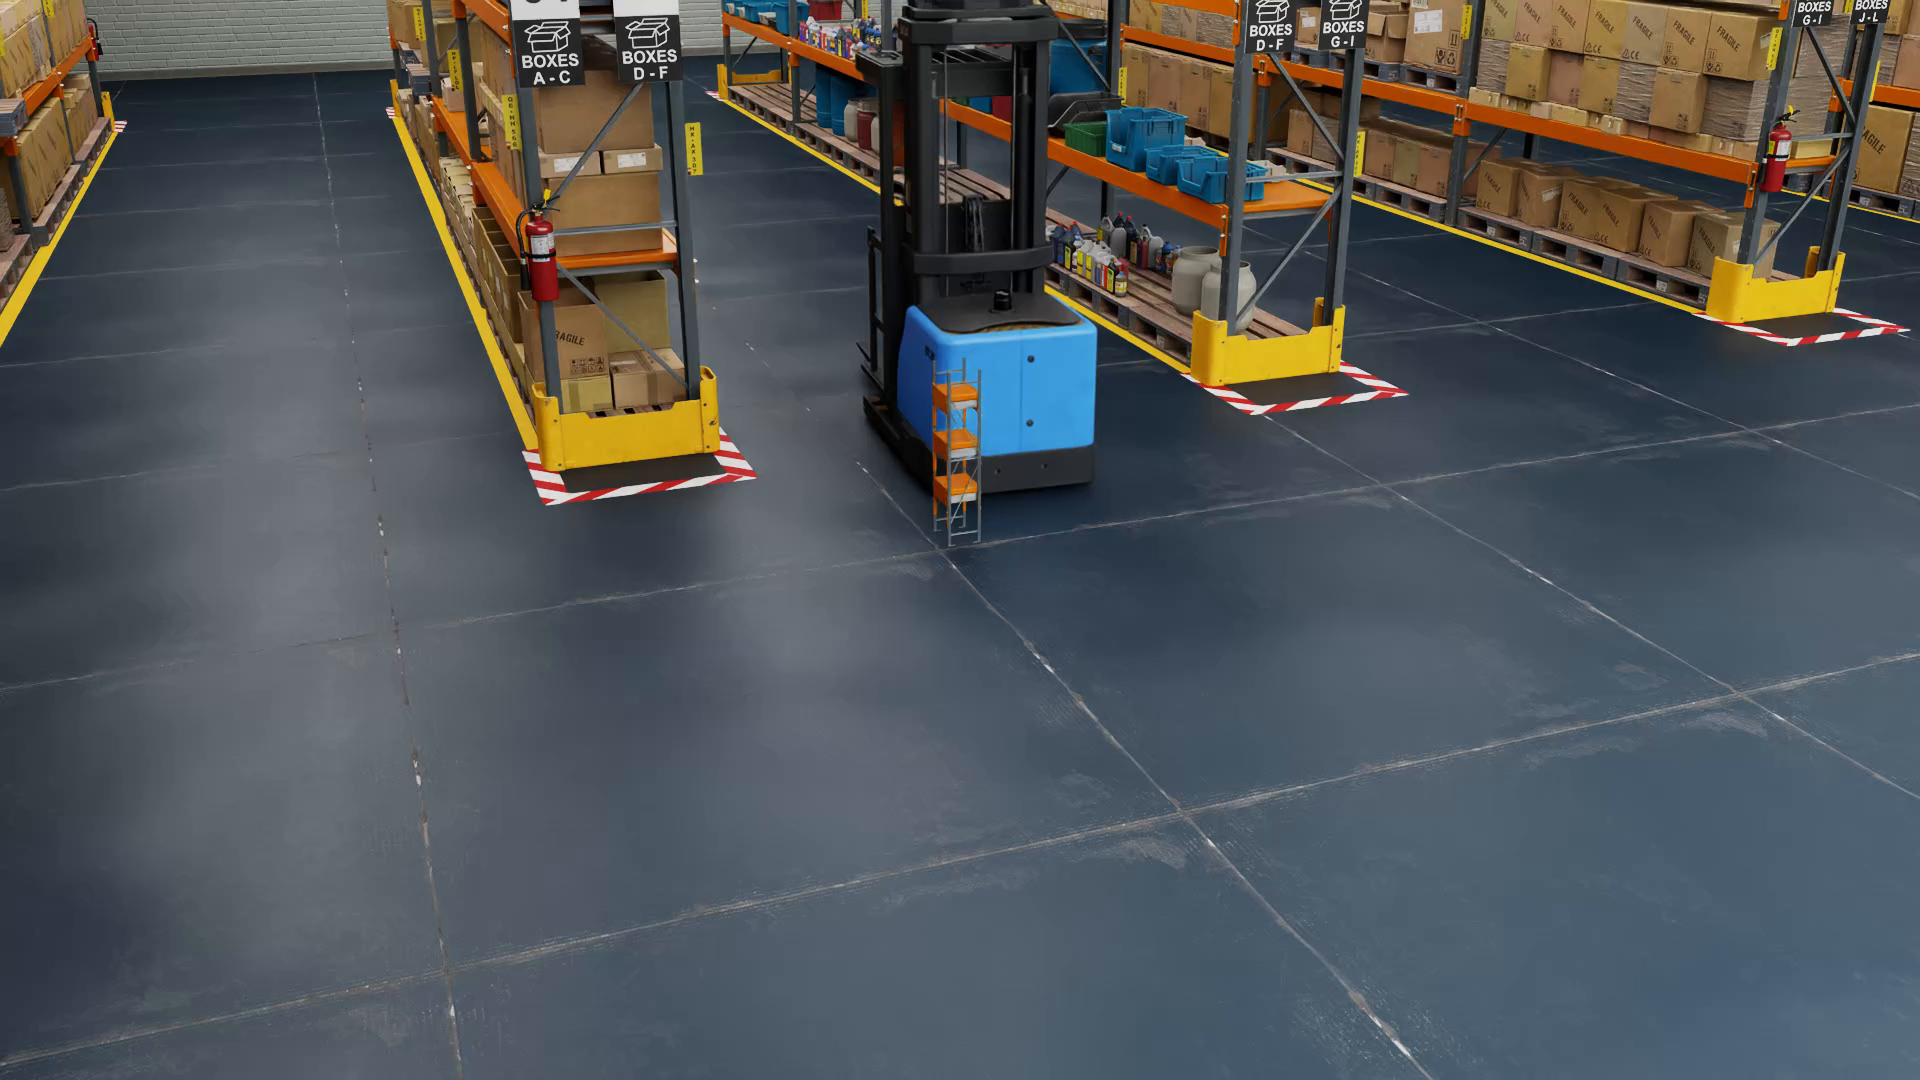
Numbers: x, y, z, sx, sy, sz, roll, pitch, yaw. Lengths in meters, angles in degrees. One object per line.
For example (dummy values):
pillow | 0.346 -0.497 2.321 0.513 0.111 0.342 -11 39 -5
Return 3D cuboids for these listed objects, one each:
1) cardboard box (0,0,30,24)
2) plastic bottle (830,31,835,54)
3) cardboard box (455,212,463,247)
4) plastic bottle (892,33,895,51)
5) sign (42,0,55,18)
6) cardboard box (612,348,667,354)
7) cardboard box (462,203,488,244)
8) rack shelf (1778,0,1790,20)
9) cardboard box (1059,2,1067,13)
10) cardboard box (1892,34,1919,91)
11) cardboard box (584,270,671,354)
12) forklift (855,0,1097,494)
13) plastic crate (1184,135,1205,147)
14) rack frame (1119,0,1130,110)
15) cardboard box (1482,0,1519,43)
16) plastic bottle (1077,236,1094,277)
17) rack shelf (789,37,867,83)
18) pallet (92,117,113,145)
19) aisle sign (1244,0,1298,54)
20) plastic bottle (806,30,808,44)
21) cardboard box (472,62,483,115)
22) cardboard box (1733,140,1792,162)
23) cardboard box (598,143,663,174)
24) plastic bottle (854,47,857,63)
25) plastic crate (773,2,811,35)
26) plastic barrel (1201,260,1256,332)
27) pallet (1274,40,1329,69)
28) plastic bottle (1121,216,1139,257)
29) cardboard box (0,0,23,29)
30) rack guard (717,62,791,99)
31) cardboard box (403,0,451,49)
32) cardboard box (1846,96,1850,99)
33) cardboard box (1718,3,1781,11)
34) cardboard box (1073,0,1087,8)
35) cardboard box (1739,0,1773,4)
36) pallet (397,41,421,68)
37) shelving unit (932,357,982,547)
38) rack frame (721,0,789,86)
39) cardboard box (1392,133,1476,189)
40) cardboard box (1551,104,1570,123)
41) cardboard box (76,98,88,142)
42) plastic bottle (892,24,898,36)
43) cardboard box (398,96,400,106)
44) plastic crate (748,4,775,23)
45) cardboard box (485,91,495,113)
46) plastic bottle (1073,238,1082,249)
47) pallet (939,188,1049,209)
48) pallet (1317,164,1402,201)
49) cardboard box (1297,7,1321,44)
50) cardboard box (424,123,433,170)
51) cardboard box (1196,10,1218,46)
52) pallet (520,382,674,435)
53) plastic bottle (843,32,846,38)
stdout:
cardboard box | -10.329 -5.682 17.867 0.500 0.250 0.500 -8 24 -18
plastic bottle | -1.586 -6.264 20.916 0.097 0.271 0.097 0 23 0
cardboard box | -4.581 -3.018 16.048 0.500 0.250 0.500 -8 24 -18
plastic bottle | -0.892 -6.229 20.730 0.144 0.351 0.185 -8 24 -19
sign | -10.581 -6.226 19.272 0.100 0.325 0.005 -8 24 -19
cardboard box | -2.375 -1.305 11.984 0.500 0.250 0.500 -8 24 -19
cardboard box | -4.227 -2.906 15.061 0.500 0.311 0.500 -8 24 -18
rack shelf | 6.349 -5.107 15.070 1.077 0.370 4.000 -8 24 -19
cardboard box | 1.765 -8.295 25.892 0.380 0.149 0.250 -9 24 -20
cardboard box | 10.675 -5.167 17.955 0.875 0.550 0.550 -8 24 -19
cardboard box | -2.373 -1.651 11.839 0.500 0.500 0.500 -8 24 -19
forklift | -0.050 -2.160 11.102 1.130 2.935 3.031 -6 24 -15
plastic crate | 1.820 -3.427 14.359 0.530 0.136 0.437 -8 24 -19
rack frame | 2.816 -7.690 24.134 1.000 3.000 0.127 -8 24 -19
cardboard box | 5.564 -5.229 16.495 0.500 0.500 0.500 -8 24 -19
plastic bottle | 1.123 -2.513 14.694 0.144 0.351 0.185 -9 24 -19
rack shelf | -1.111 -5.952 20.937 1.077 0.370 4.000 -8 24 -19
pallet | -12.143 -5.540 22.622 1.003 0.211 1.213 -8 24 -19
aisle sign | 2.170 -3.782 11.513 0.394 0.787 0.004 -8 24 -19
plastic bottle | -1.982 -6.639 21.896 0.097 0.201 0.097 0 23 0
cardboard box | -4.431 -4.318 16.003 0.500 0.500 0.500 -10 25 -22
cardboard box | 6.762 -3.290 14.016 0.380 0.149 0.250 -8 24 -19
cardboard box | -2.150 -2.489 10.830 0.380 0.149 0.250 -9 24 -19
plastic bottle | -1.223 -5.859 20.045 0.097 0.201 0.097 0 23 0
plastic crate | -2.301 -7.154 22.804 0.392 0.384 0.575 -8 24 -19
plastic barrel | 2.118 -1.926 13.121 0.421 0.512 0.421 0 23 0
pallet | 4.581 -5.904 20.143 1.213 0.211 1.003 -8 24 -19
plastic bottle | 1.574 -2.822 15.427 0.144 0.351 0.185 -10 25 -22
cardboard box | -10.149 -5.497 17.427 0.500 0.250 0.500 -9 24 -20
rack guard | -3.251 -7.319 26.472 1.175 0.500 0.348 -8 24 -19
cardboard box | -6.192 -6.128 19.758 0.700 0.500 0.500 -5 23 -11
cardboard box | 13.334 -7.073 24.865 0.875 0.875 0.875 -9 24 -19
cardboard box | 6.946 -4.394 14.514 0.500 0.500 0.500 -8 24 -19
cardboard box | 2.049 -8.256 25.286 0.500 0.250 0.500 -8 24 -18
cardboard box | 9.776 -6.484 19.856 0.700 0.500 0.500 -8 24 -19
pallet | -6.272 -5.939 20.225 1.003 0.211 1.213 -8 24 -19
shelving unit | -0.019 -0.503 9.592 0.215 1.050 0.252 -8 24 -19
rack frame | -3.230 -8.464 25.970 1.000 3.000 0.127 -8 24 -19
cardboard box | 5.295 -4.236 18.591 0.700 0.500 0.500 -8 24 -19
cardboard box | 5.902 -4.097 15.933 0.380 0.149 0.250 -8 24 -19
cardboard box | -11.607 -5.349 21.256 0.700 0.500 0.500 -8 24 -18
plastic bottle | -0.797 -6.299 20.895 0.144 0.351 0.185 -8 24 -19
cardboard box | -7.951 -6.393 24.137 0.380 0.166 0.250 -8 24 -19
plastic crate | -2.880 -7.692 24.277 0.416 0.233 0.300 -8 24 -19
cardboard box | -3.531 -3.462 13.137 0.380 0.149 0.250 -9 24 -20
plastic bottle | 1.060 -2.582 14.961 0.097 0.271 0.097 0 23 0
pallet | 0.261 -3.543 17.884 1.003 0.211 1.213 -8 24 -19
pallet | 4.931 -4.225 19.503 1.003 0.211 1.213 -8 24 -19
cardboard box | 4.458 -6.286 20.132 0.500 0.500 0.500 -12 25 -25
cardboard box | -5.963 -4.615 19.490 0.500 0.500 0.500 -9 25 -21
cardboard box | 3.466 -6.798 21.889 0.500 0.500 0.500 -9 25 -21
pallet | -2.523 -0.959 11.754 1.003 0.211 1.213 -8 24 -19
plastic bottle | -1.405 -6.131 20.585 0.061 0.283 0.133 -8 24 -19
